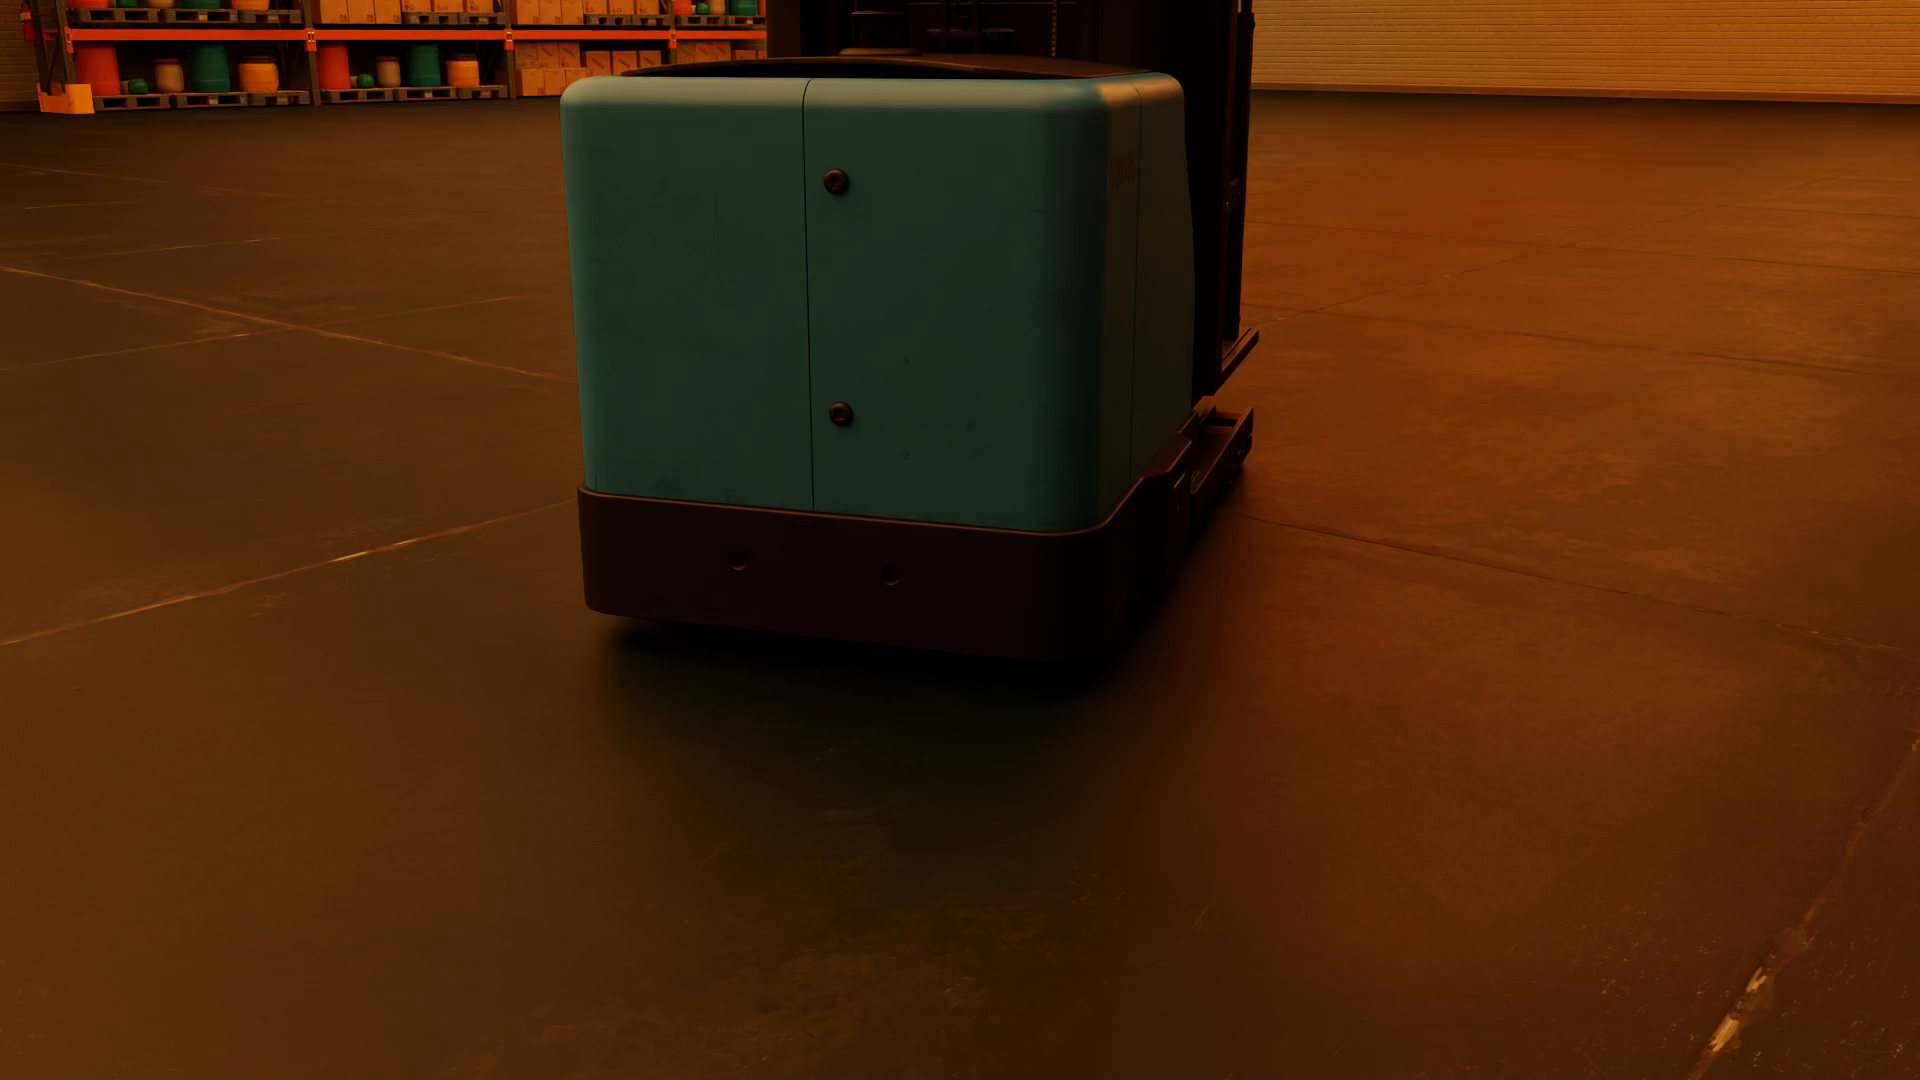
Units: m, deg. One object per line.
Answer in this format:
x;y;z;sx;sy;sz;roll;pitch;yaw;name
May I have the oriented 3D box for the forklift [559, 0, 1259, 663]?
0.182;-1.571;4.072;1.130;2.935;3.031;5;18;17;forklift
